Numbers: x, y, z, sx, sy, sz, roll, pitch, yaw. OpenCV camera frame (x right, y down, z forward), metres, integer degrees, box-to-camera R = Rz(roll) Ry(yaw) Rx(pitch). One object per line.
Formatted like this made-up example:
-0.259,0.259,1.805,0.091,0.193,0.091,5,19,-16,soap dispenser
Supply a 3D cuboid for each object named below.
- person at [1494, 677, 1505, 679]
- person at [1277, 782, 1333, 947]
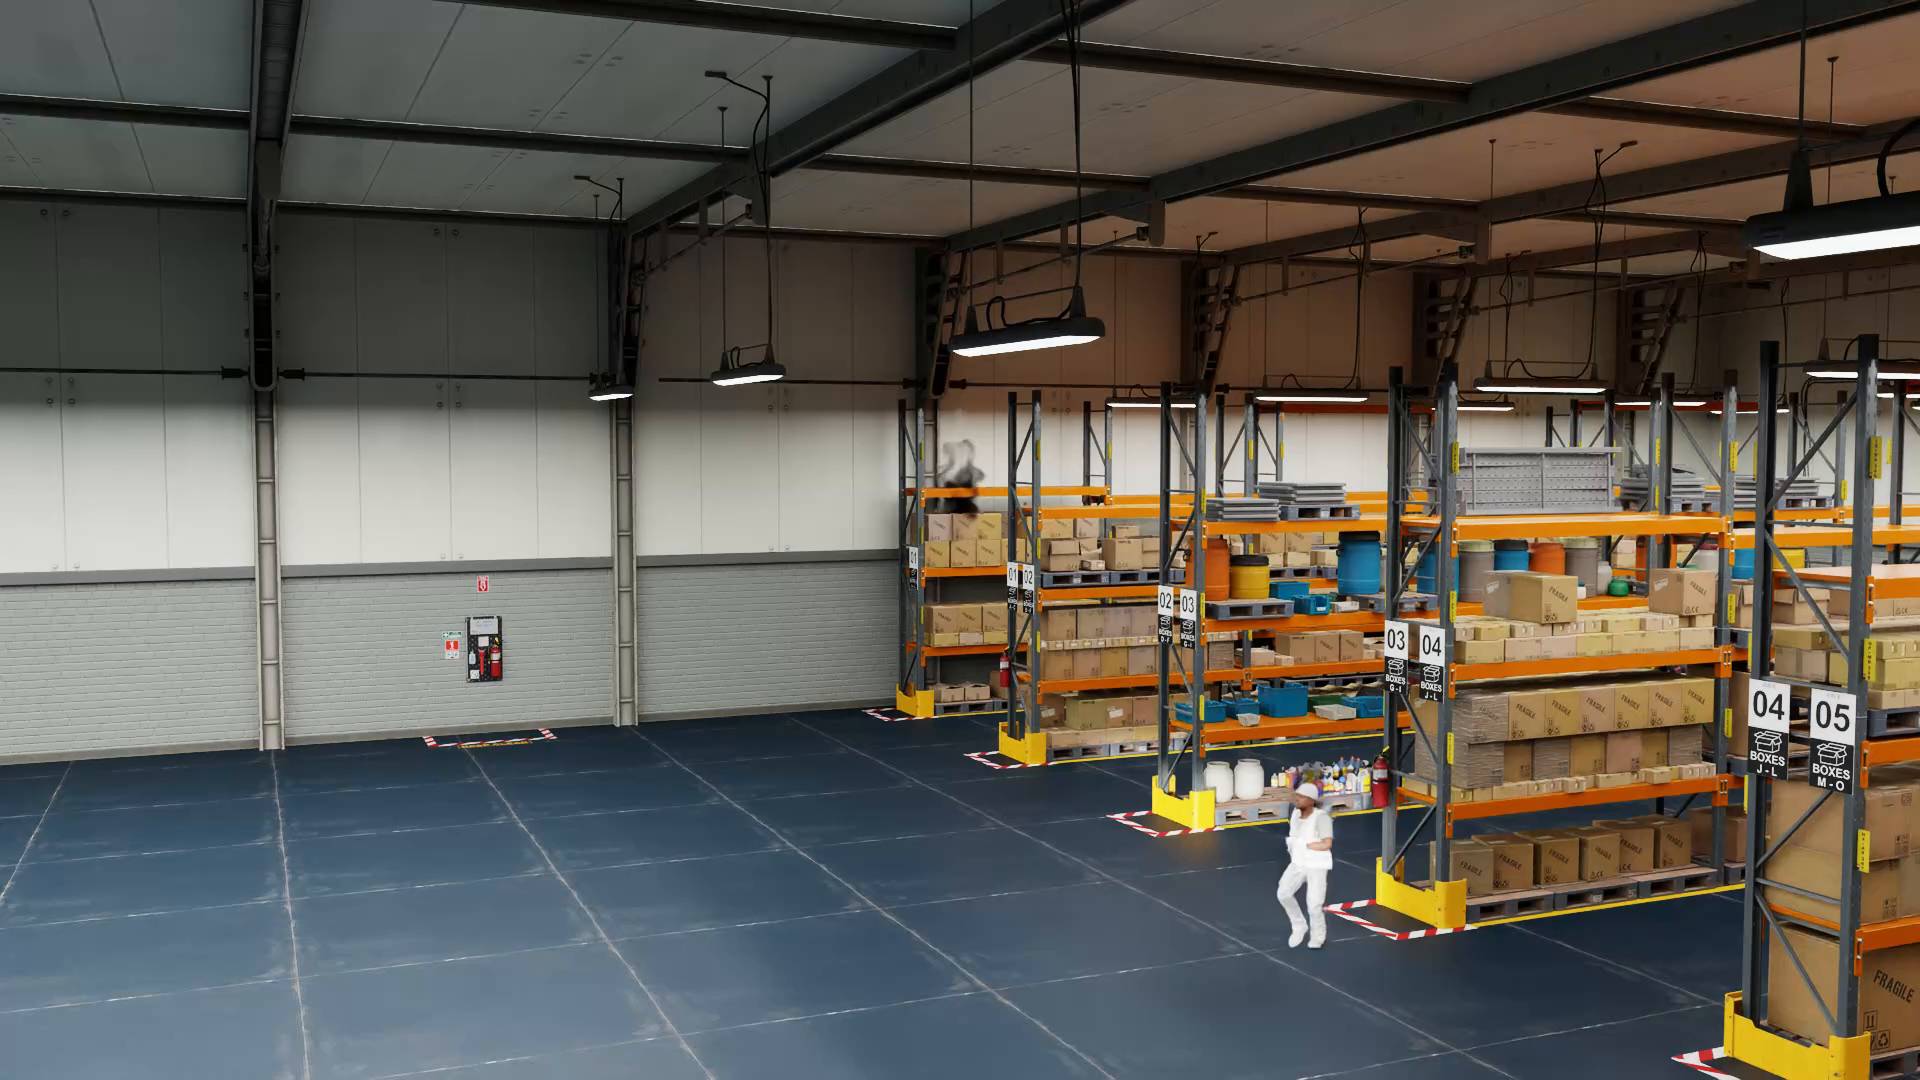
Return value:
8.577,2.705,26.948,0.656,1.751,0.673,-1,4,-18,person
3.552,3.320,17.094,0.778,1.701,0.814,3,4,41,person
